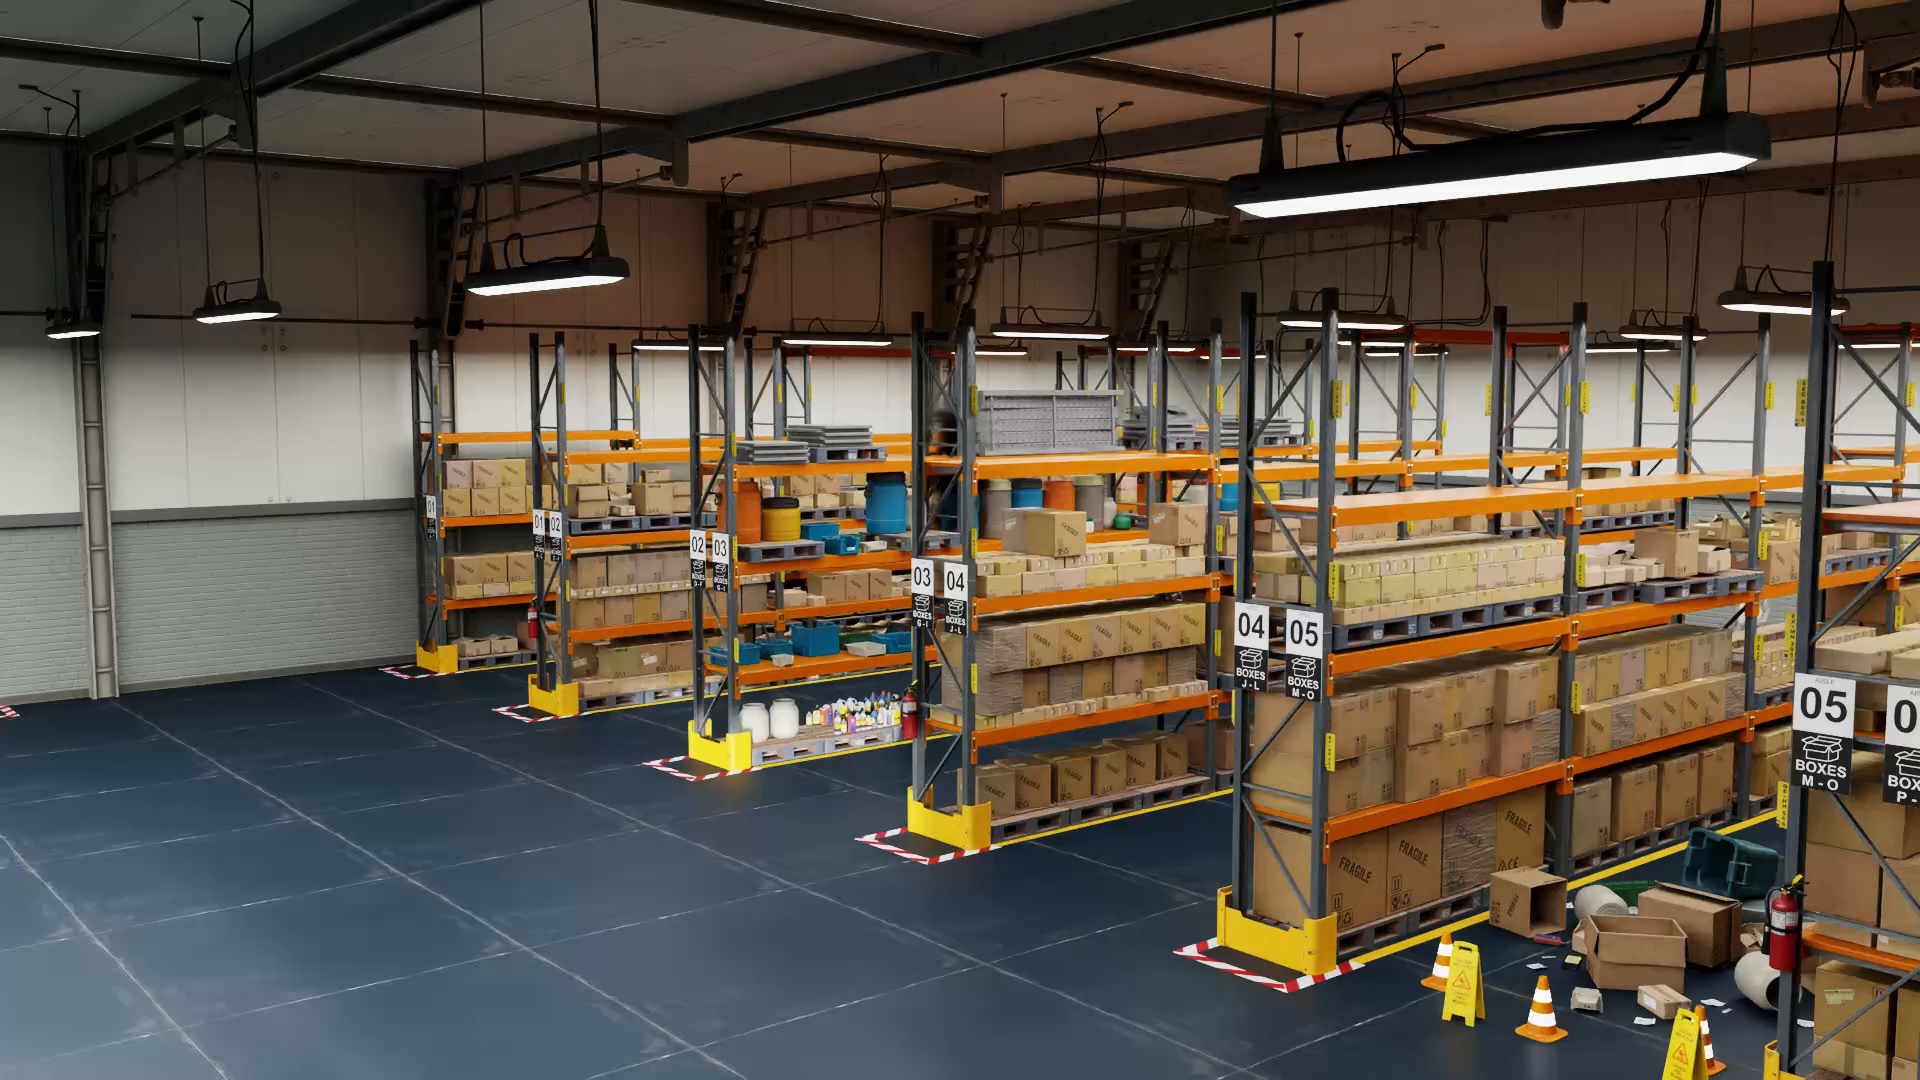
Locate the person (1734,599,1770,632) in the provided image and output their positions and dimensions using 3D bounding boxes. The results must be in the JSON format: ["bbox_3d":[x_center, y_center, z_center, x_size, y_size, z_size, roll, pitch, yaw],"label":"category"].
[{"bbox_3d":[14.334,1.517,30.154,0.691,1.723,0.648,5,7,44],"label":"person"}]
